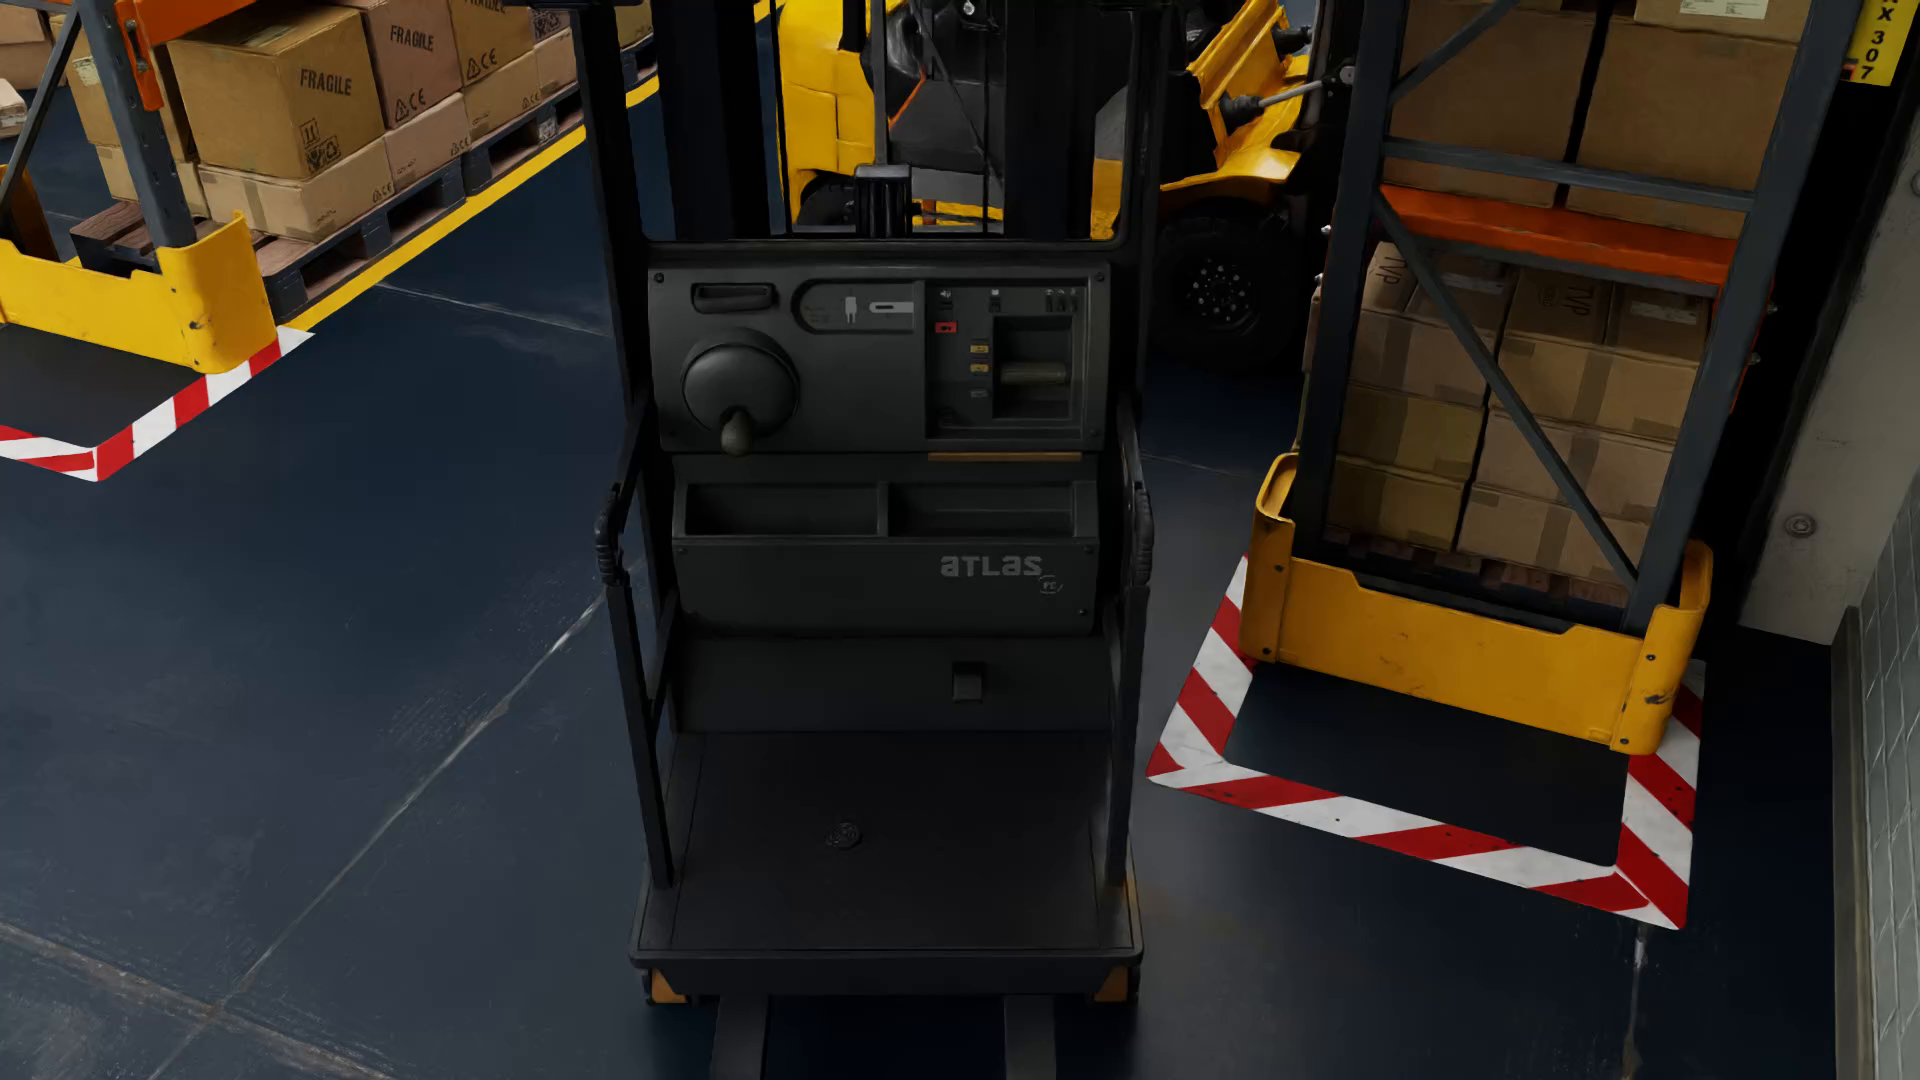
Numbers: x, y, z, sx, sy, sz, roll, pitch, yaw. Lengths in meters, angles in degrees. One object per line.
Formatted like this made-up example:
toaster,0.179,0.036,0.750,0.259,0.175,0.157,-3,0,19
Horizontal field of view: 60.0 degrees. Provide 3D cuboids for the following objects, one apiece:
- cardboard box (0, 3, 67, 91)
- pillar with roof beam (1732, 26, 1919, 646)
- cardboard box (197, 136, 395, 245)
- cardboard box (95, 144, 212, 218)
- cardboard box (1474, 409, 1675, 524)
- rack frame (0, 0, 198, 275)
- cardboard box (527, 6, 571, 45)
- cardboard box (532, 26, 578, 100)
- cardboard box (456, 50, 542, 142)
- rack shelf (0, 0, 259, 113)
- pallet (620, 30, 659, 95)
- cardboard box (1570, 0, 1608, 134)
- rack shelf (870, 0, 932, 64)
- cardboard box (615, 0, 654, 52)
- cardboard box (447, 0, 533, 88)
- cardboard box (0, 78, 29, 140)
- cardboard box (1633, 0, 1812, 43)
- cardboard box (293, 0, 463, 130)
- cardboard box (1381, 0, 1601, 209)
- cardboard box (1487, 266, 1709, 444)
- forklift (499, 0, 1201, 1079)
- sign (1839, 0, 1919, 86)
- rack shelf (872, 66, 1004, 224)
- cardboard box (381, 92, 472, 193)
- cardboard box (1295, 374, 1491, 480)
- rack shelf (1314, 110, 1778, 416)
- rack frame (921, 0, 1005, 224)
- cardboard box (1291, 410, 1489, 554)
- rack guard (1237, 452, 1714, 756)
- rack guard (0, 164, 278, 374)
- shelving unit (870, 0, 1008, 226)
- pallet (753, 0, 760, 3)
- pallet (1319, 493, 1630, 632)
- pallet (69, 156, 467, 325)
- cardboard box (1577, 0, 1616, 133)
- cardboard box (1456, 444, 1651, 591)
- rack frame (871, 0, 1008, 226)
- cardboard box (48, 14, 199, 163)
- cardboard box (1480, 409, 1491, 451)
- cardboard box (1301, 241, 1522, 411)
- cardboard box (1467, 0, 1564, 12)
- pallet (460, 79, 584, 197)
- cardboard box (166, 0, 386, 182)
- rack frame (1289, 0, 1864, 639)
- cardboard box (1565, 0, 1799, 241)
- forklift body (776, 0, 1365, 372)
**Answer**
cardboard box,-4.861,-2.528,8.211,0.797,0.503,0.637,-11,38,-14
pillar with roof beam,-1.479,-4.414,3.638,9.100,9.000,0.400,14,39,18
cardboard box,-2.626,-1.429,6.602,0.500,0.250,0.500,14,39,17
cardboard box,-3.120,-1.567,6.787,0.500,0.250,0.500,14,39,18
cardboard box,1.775,-0.330,4.714,0.500,0.250,0.500,15,39,19
rack frame,-3.188,-1.978,5.391,1.000,3.000,0.127,14,39,18
cardboard box,-2.028,-2.607,7.552,0.500,0.500,0.500,16,40,20
cardboard box,-2.034,-2.294,7.759,0.500,0.250,0.500,14,39,18
cardboard box,-2.228,-2.015,7.386,0.500,0.250,0.500,16,40,21
rack shelf,-2.427,-2.798,7.088,1.077,0.370,4.000,14,39,18
pallet,-1.889,-2.696,8.681,1.003,0.211,1.213,14,39,18
cardboard box,1.554,-1.507,4.678,0.500,0.500,0.500,15,39,19
rack shelf,0.020,-1.607,4.500,0.431,0.518,0.480,9,38,12
cardboard box,-1.836,-2.574,8.134,0.500,0.250,0.500,13,39,17
cardboard box,-2.224,-2.309,7.153,0.500,0.500,0.500,15,39,19
cardboard box,-4.558,-2.022,7.831,0.250,0.149,0.380,-25,43,-29
cardboard box,1.773,-1.278,3.829,0.380,0.149,0.250,13,39,17
cardboard box,-2.422,-2.033,6.784,0.500,0.500,0.500,12,39,16
cardboard box,1.348,-1.222,4.296,0.500,0.500,0.500,13,39,17
cardboard box,1.761,-0.540,4.578,0.500,0.250,0.500,13,39,17
forklift,-0.158,-0.300,3.203,1.130,2.935,3.031,0,37,0
sign,1.915,-1.098,3.425,0.100,0.325,0.005,14,39,18
rack shelf,0.020,-1.046,4.919,0.431,0.518,0.480,9,38,12
cardboard box,-2.424,-1.710,6.978,0.500,0.250,0.500,15,39,19
cardboard box,1.300,-0.458,4.885,0.500,0.250,0.500,13,39,17
rack shelf,2.165,-1.669,5.578,1.077,0.370,4.000,14,39,18
rack frame,0.081,-1.199,5.100,0.400,2.100,0.015,9,38,12
cardboard box,1.290,-0.249,5.023,0.500,0.250,0.500,14,39,18
rack guard,1.394,0.165,4.612,1.175,0.500,0.348,14,39,18
rack guard,-3.159,-1.019,6.196,1.175,0.500,0.348,14,39,18
shelving unit,0.020,-1.057,4.911,0.431,2.100,0.503,9,38,12
pallet,-1.371,-3.508,9.766,1.003,0.211,1.213,14,39,18
pallet,1.656,-0.166,5.295,1.003,0.211,1.213,14,39,18
pallet,-2.817,-1.345,6.874,1.003,0.211,1.213,14,39,18
cardboard box,2.027,-1.394,4.526,0.500,0.500,0.500,15,39,19
cardboard box,1.771,-0.144,4.883,0.500,0.250,0.500,14,39,18
rack frame,-0.040,-0.916,4.721,0.400,2.100,0.015,9,38,12
cardboard box,-3.125,-1.849,6.537,0.500,0.500,0.500,14,39,18
cardboard box,1.488,-0.522,5.389,0.500,0.250,0.500,14,39,18
cardboard box,1.290,-0.643,4.716,0.500,0.250,0.500,15,39,19
cardboard box,1.276,-1.405,3.999,0.380,0.149,0.250,14,39,18
pallet,-2.352,-2.018,7.774,1.003,0.211,1.213,14,39,18
cardboard box,-2.617,-1.743,6.395,0.500,0.500,0.500,13,39,16
rack frame,1.404,-0.850,3.881,1.000,3.000,0.127,14,39,18
cardboard box,1.849,-1.101,4.134,0.500,0.500,0.500,15,39,19
forklift body,0.438,-1.975,6.096,2.313,2.155,1.214,14,39,18
